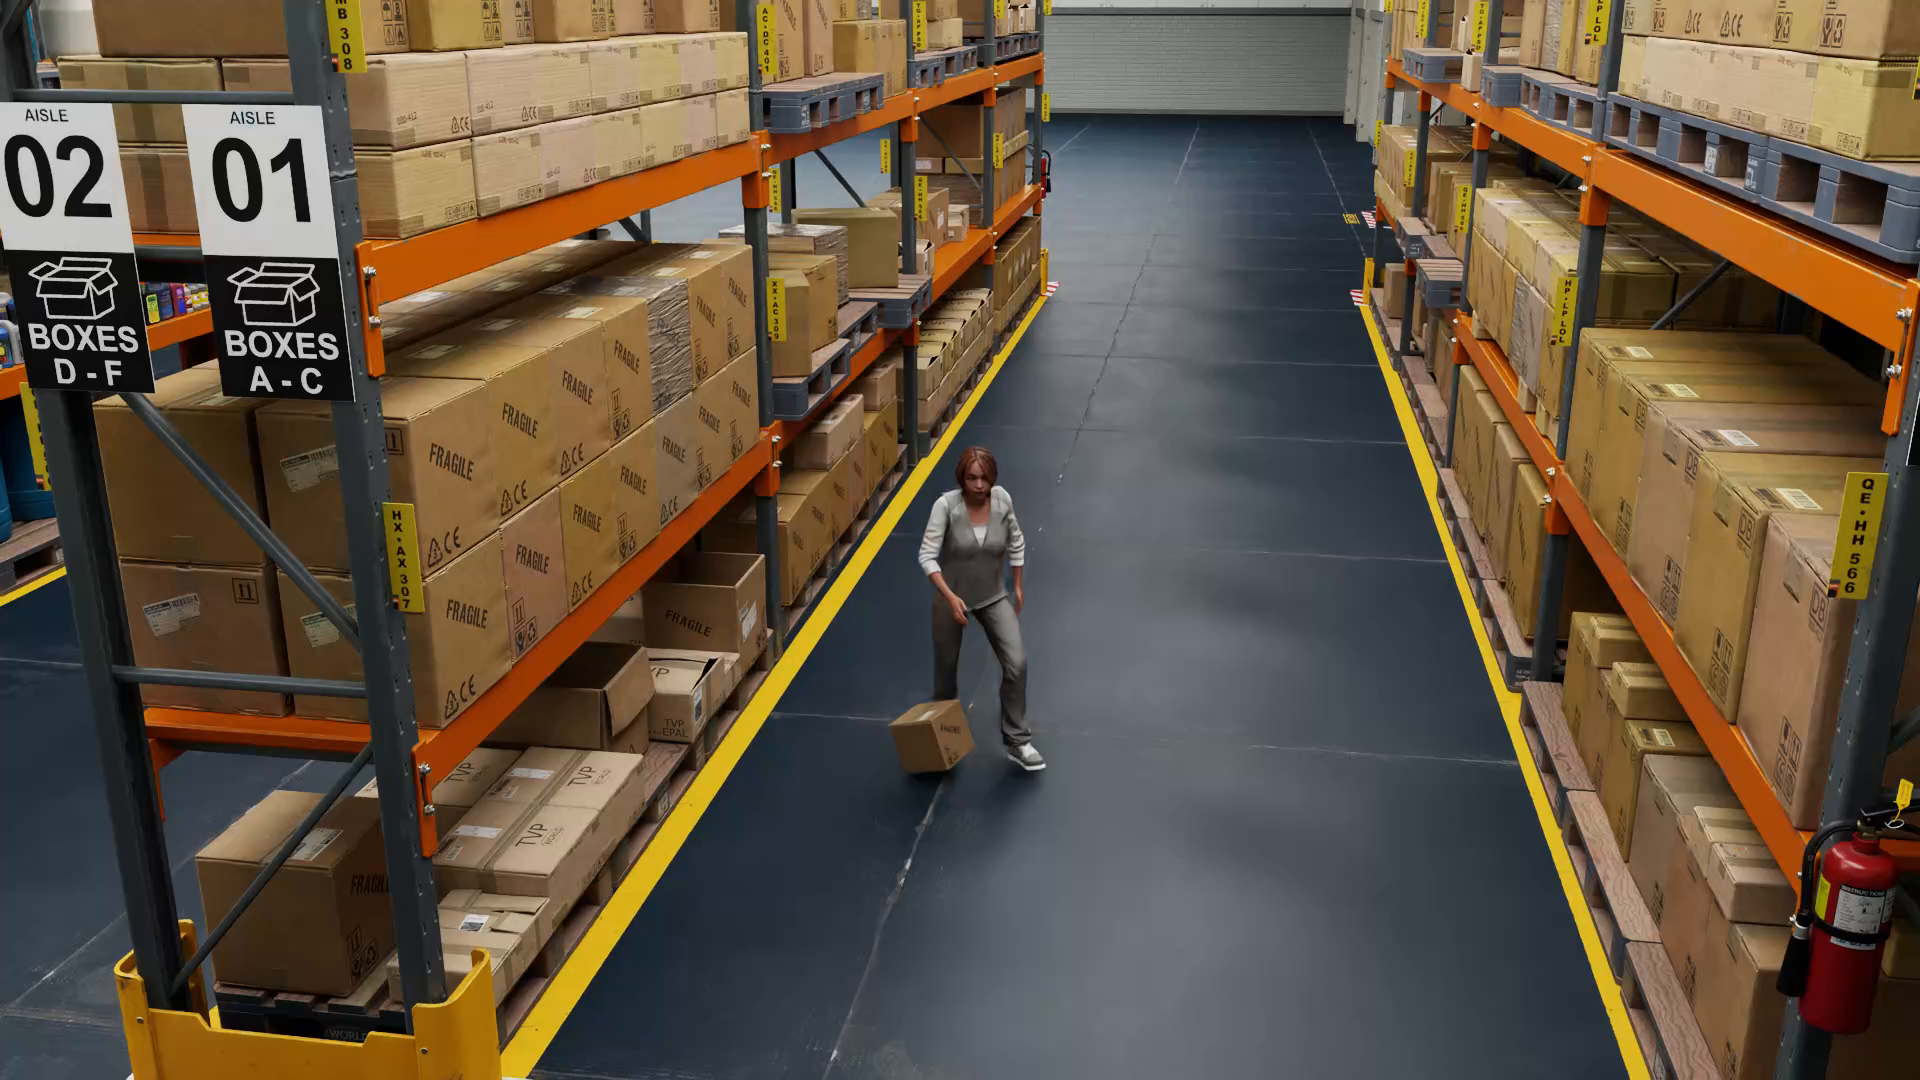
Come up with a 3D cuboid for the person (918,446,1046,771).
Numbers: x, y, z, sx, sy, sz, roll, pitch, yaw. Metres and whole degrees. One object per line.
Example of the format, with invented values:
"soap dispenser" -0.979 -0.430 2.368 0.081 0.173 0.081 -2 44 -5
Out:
"person" 0.071 0.285 7.748 0.559 1.547 0.709 -3 18 -9
